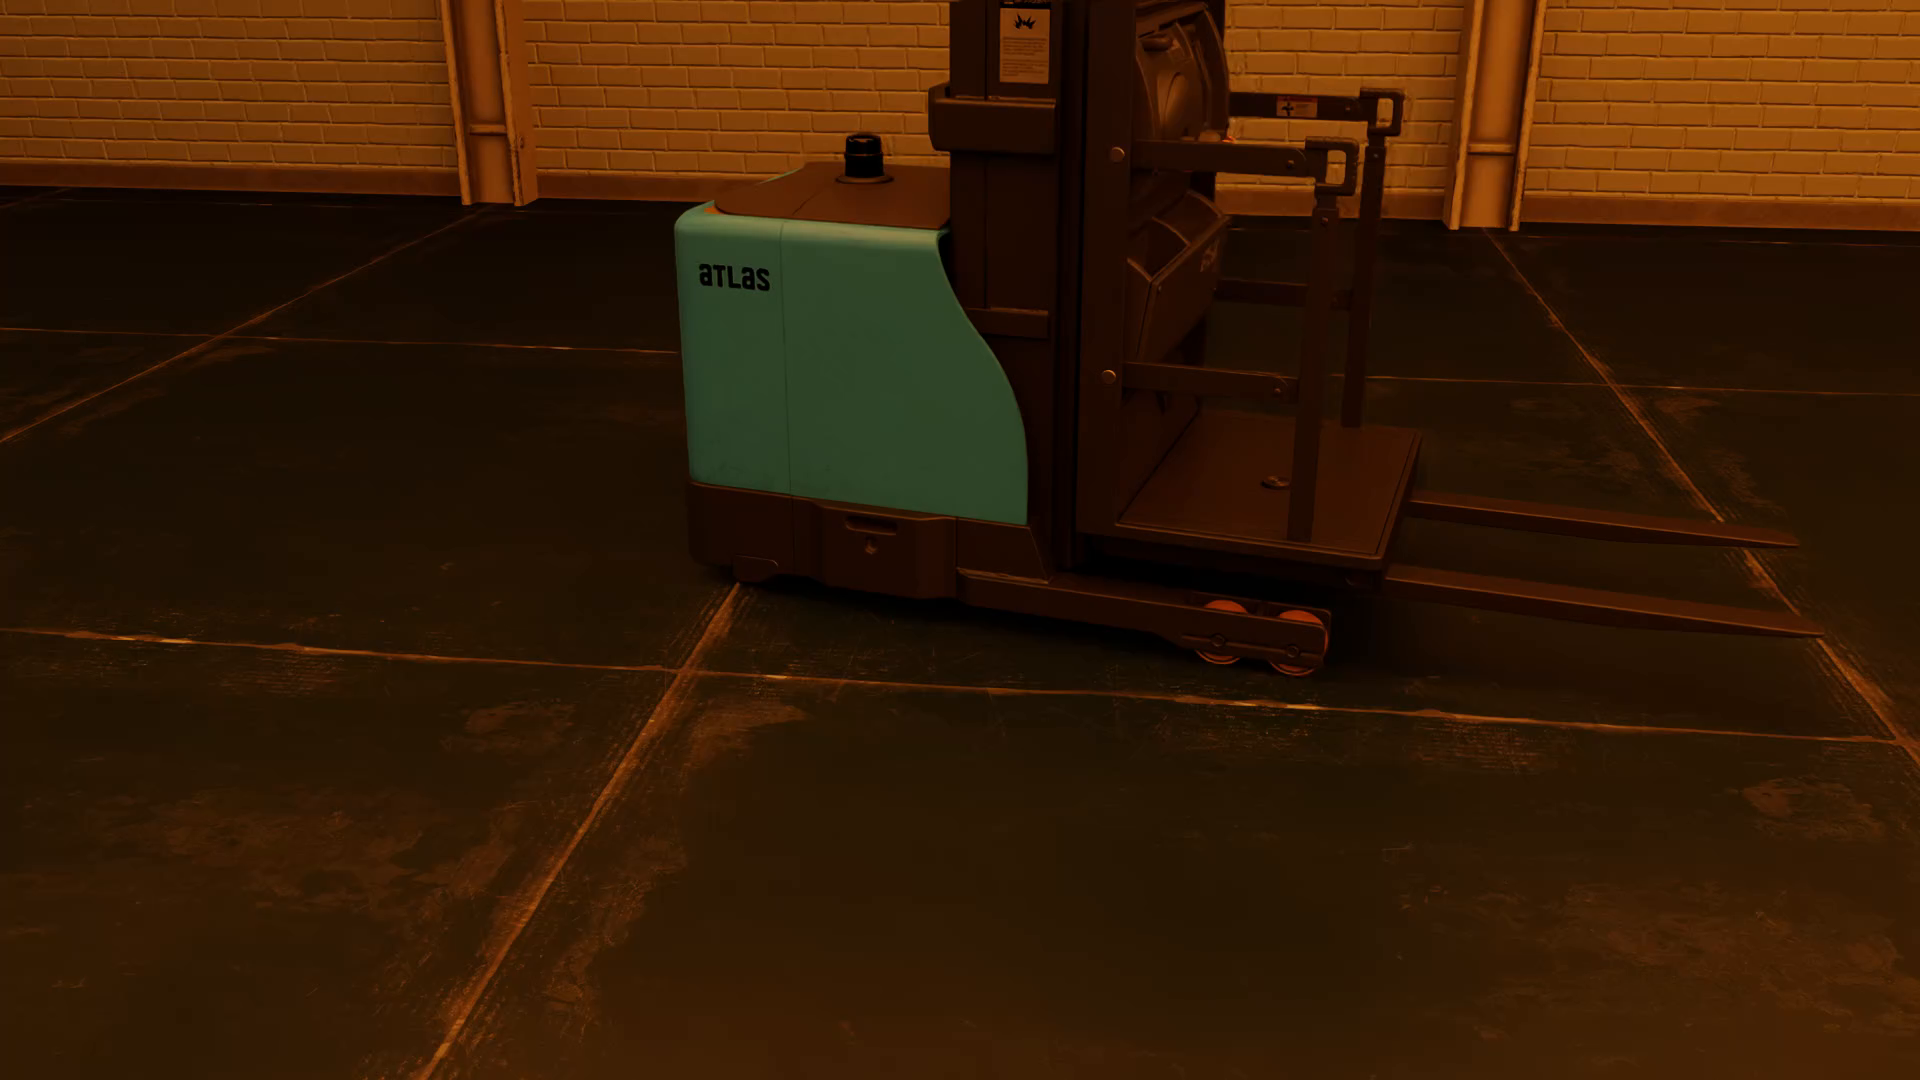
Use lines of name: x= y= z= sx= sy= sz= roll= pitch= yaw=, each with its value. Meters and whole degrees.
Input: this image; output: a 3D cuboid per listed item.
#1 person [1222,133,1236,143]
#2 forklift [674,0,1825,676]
person: x=0.642 y=-1.150 z=6.091 sx=0.804 sy=1.437 sz=0.869 roll=-3 pitch=22 yaw=-8
forklift: x=0.775 y=-1.232 z=4.312 sx=3.031 sy=2.935 sz=1.130 roll=8 pitch=23 yaw=18
